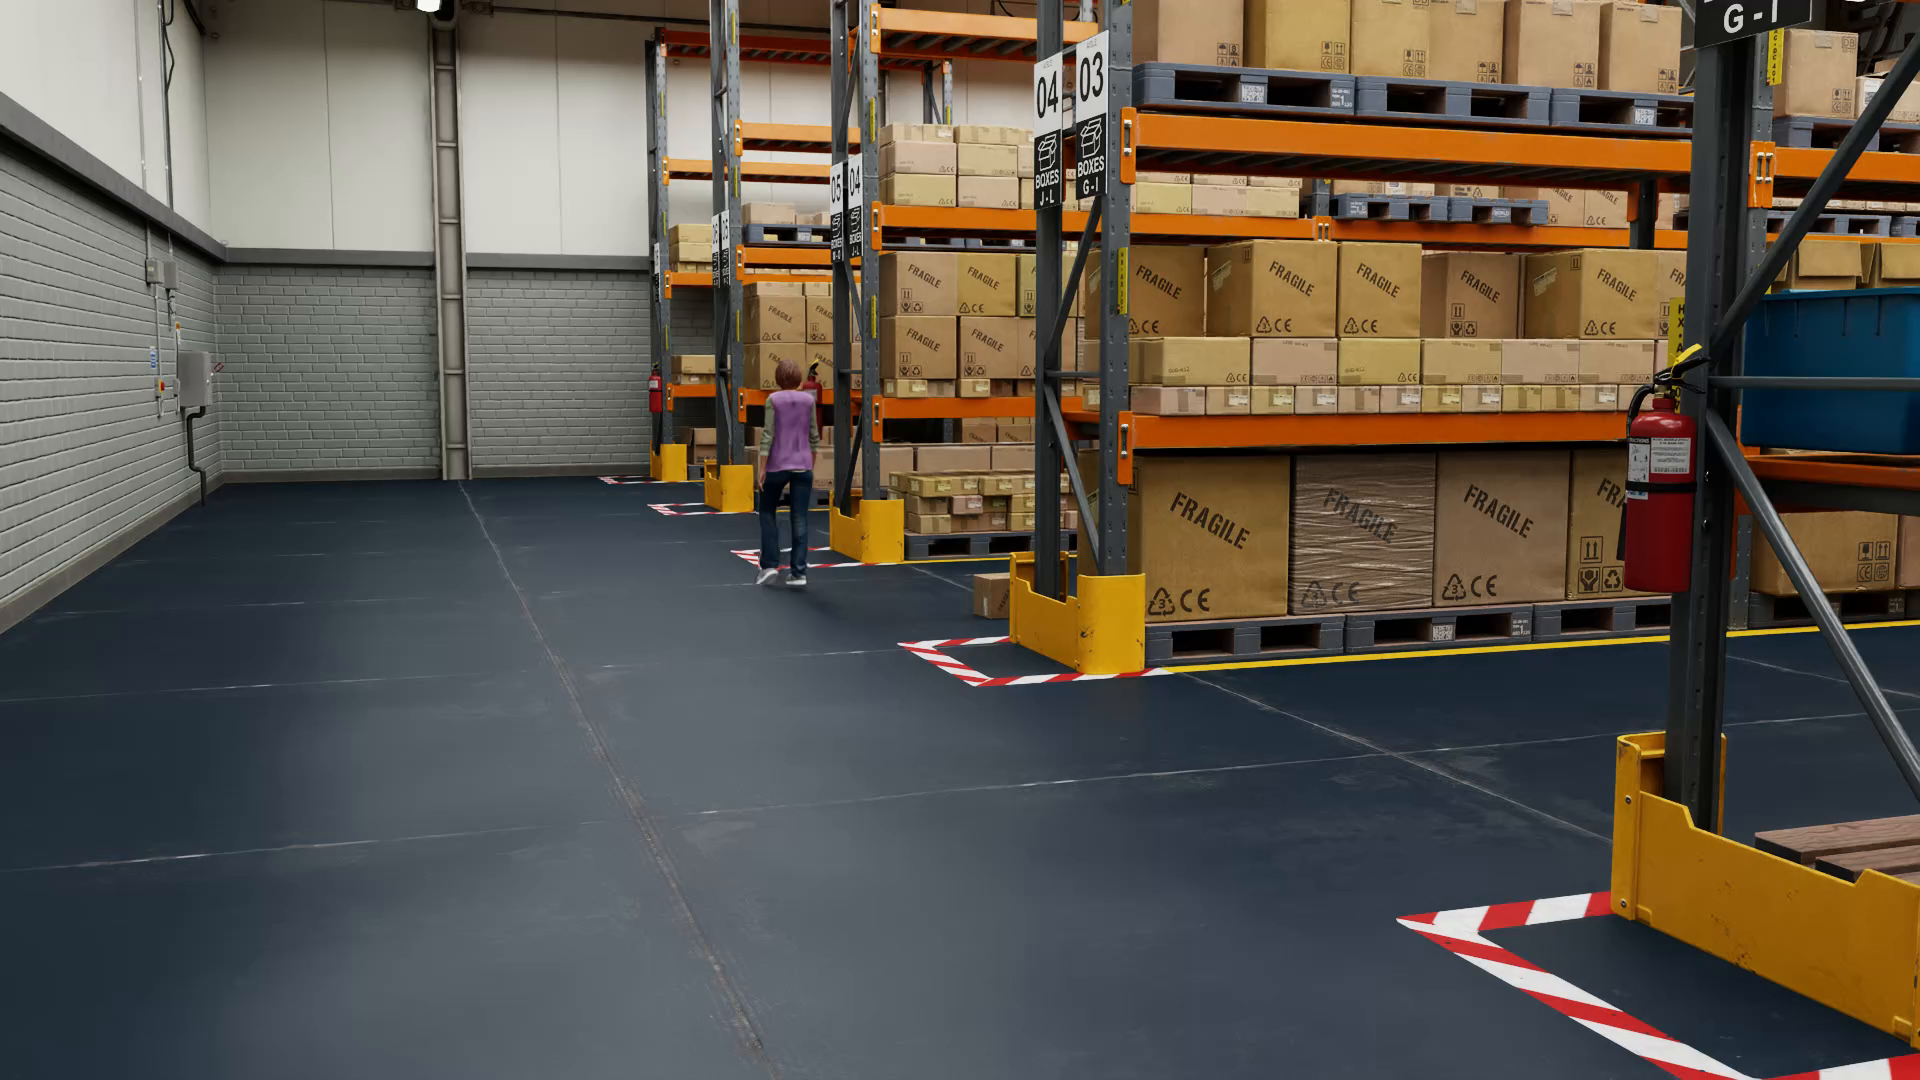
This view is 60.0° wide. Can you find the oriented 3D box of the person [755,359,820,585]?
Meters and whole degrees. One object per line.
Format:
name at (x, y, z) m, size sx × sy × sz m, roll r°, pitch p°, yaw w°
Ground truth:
person at (-1.210, -0.454, 11.669) m, size 0.467 × 1.630 × 0.614 m, roll -2°, pitch 6°, yaw -18°
